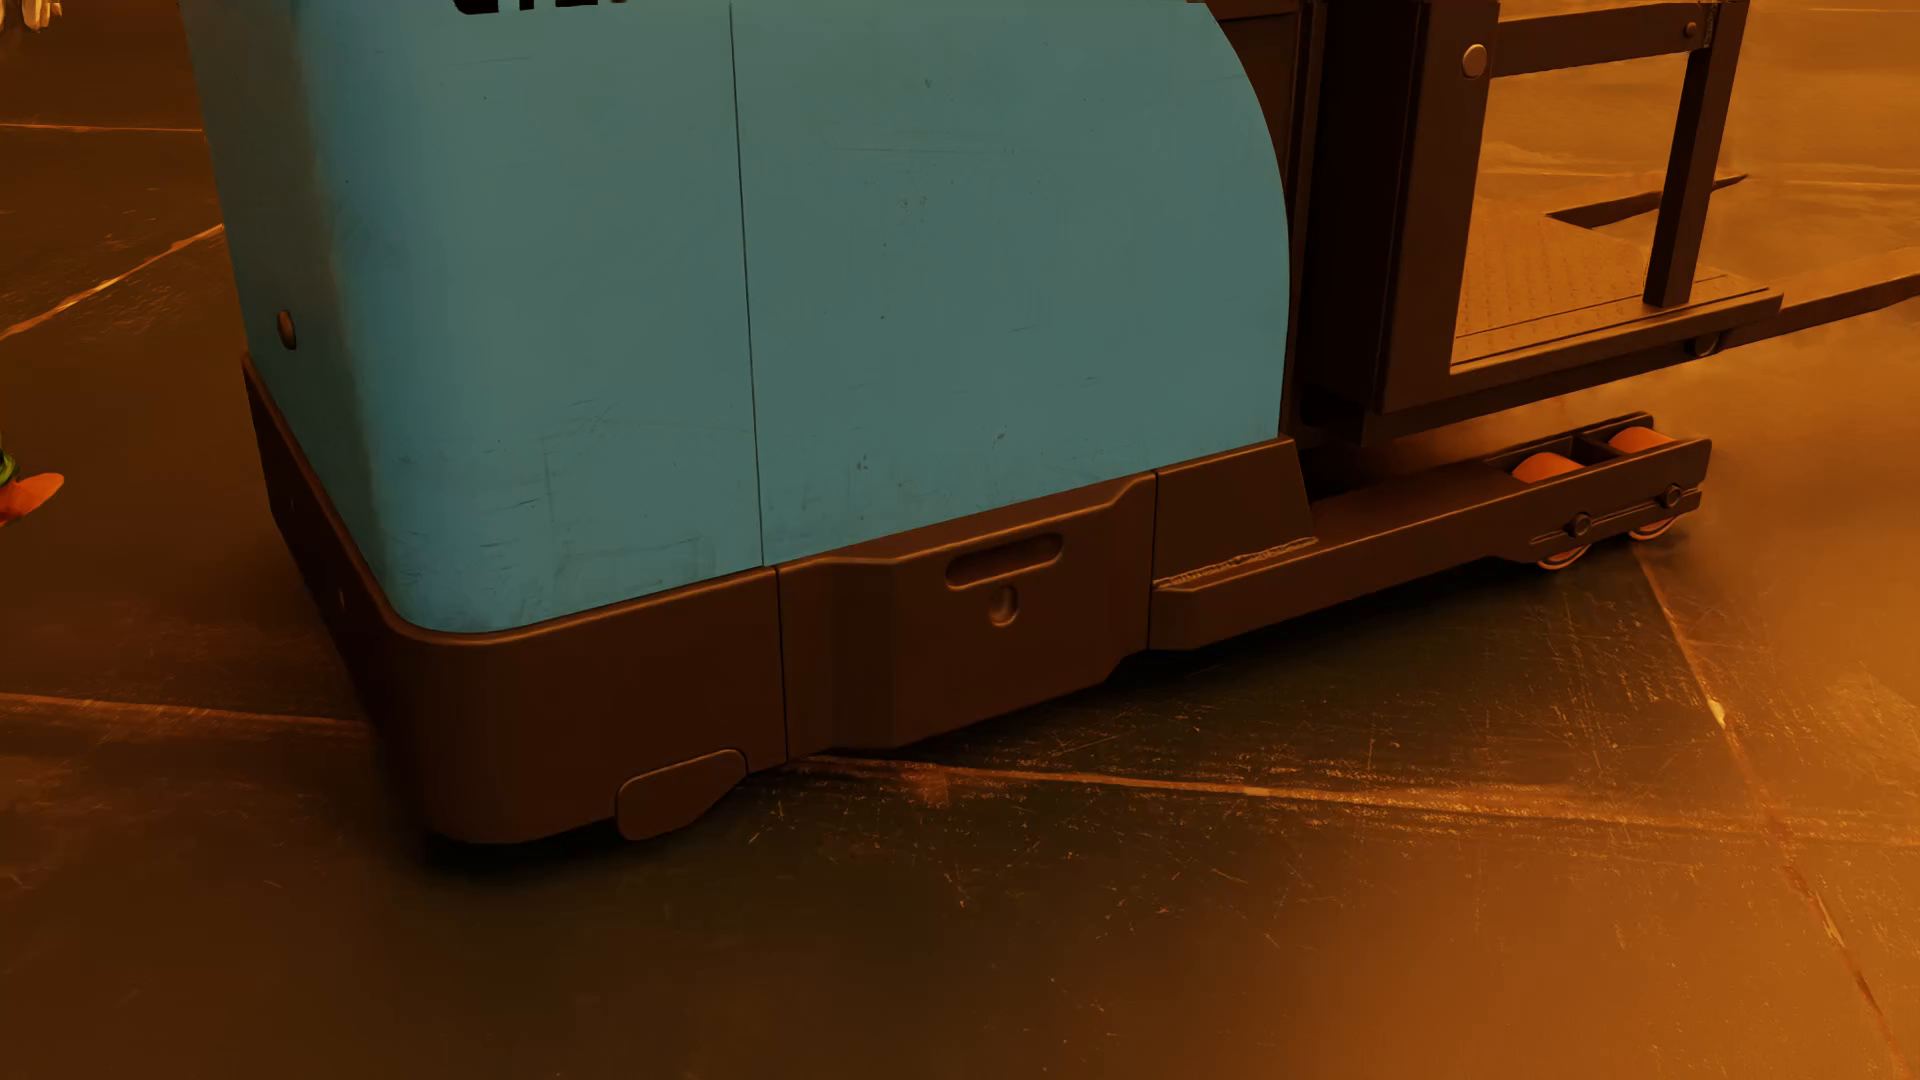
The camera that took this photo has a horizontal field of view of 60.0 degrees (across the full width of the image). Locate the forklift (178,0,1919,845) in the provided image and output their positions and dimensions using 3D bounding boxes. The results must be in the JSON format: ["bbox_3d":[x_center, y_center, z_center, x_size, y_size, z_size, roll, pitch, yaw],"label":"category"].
[{"bbox_3d":[0.528,-1.457,2.138,3.031,2.935,1.130,-15,30,-27],"label":"forklift"}]

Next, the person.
[{"bbox_3d":[-1.776,-0.770,2.244,0.858,1.699,0.554,3,27,7],"label":"person"}]
